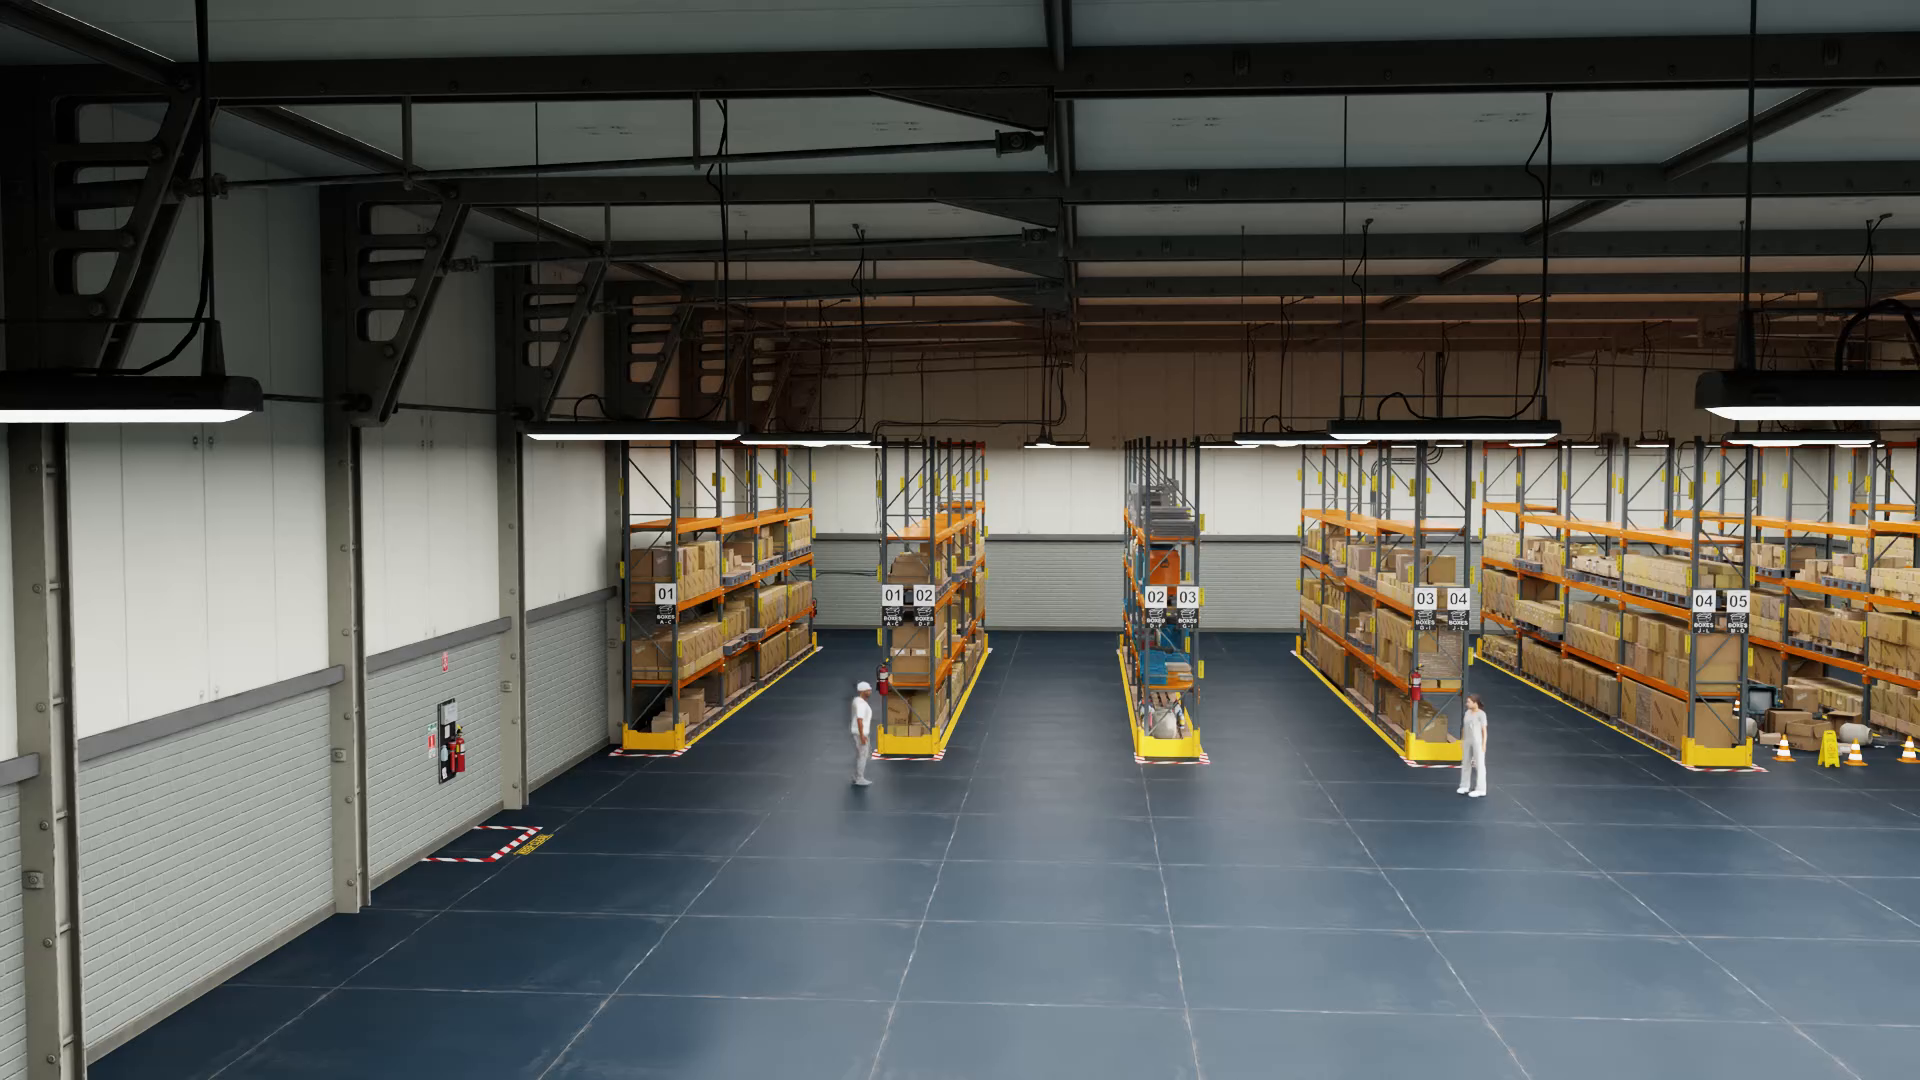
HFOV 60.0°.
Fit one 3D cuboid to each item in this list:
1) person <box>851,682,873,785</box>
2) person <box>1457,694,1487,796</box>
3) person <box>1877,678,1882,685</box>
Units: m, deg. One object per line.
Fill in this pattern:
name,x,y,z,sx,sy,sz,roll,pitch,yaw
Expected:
person,-1.683,3.329,28.580,0.391,1.781,0.665,0,3,-7
person,8.510,3.394,27.671,0.418,1.679,0.487,-2,4,-34
person,21.347,2.865,38.525,0.628,1.708,0.619,0,3,2
